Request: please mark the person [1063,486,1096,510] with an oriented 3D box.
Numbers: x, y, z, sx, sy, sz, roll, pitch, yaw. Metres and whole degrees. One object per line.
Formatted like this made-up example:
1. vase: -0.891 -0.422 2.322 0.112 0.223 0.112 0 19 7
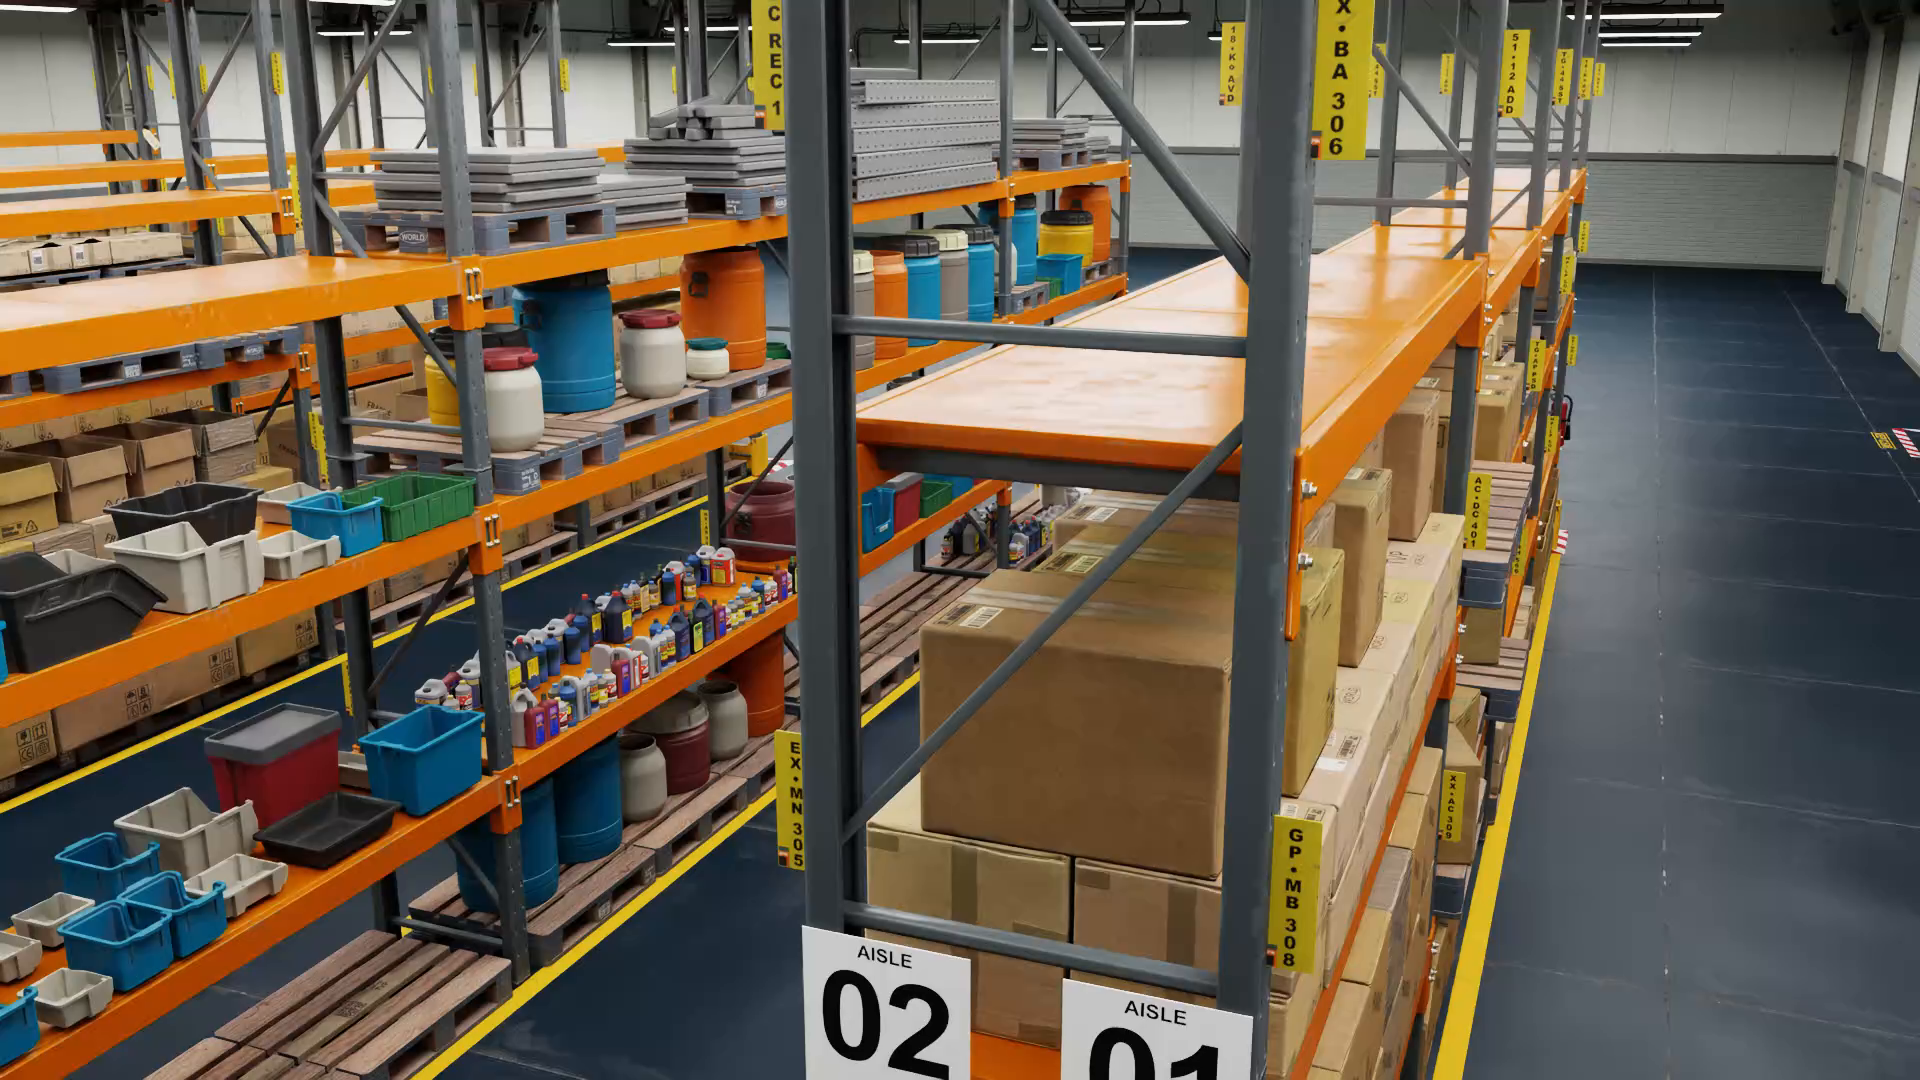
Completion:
1. person: 1.181 -0.042 15.733 0.422 1.662 0.590 -4 16 -16
